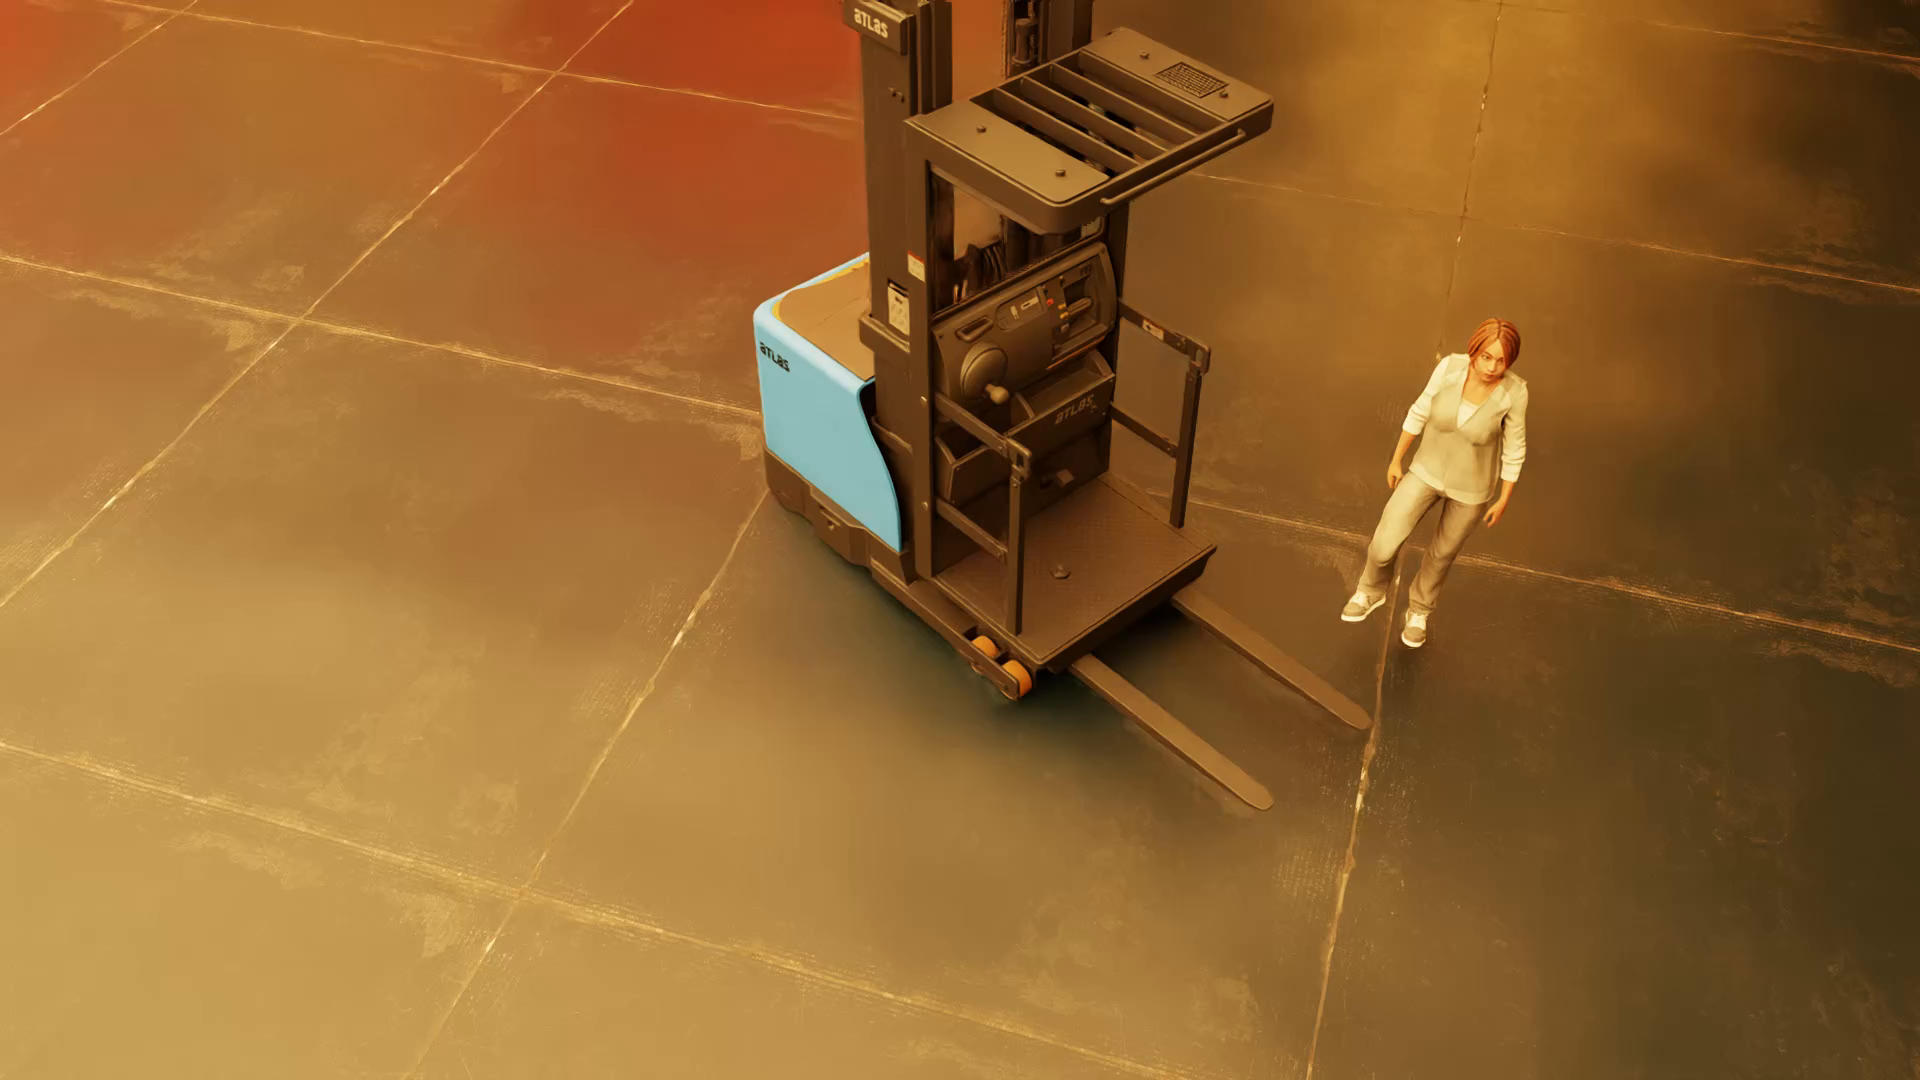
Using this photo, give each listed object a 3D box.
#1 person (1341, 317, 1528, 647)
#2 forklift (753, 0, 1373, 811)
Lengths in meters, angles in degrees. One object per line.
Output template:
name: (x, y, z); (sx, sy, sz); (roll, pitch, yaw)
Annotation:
person: (1.953, -0.183, 6.731); (0.515, 1.590, 0.483); (20, 47, 20)
forklift: (0.415, -0.788, 6.536); (1.130, 2.935, 3.031); (-31, 51, -29)
